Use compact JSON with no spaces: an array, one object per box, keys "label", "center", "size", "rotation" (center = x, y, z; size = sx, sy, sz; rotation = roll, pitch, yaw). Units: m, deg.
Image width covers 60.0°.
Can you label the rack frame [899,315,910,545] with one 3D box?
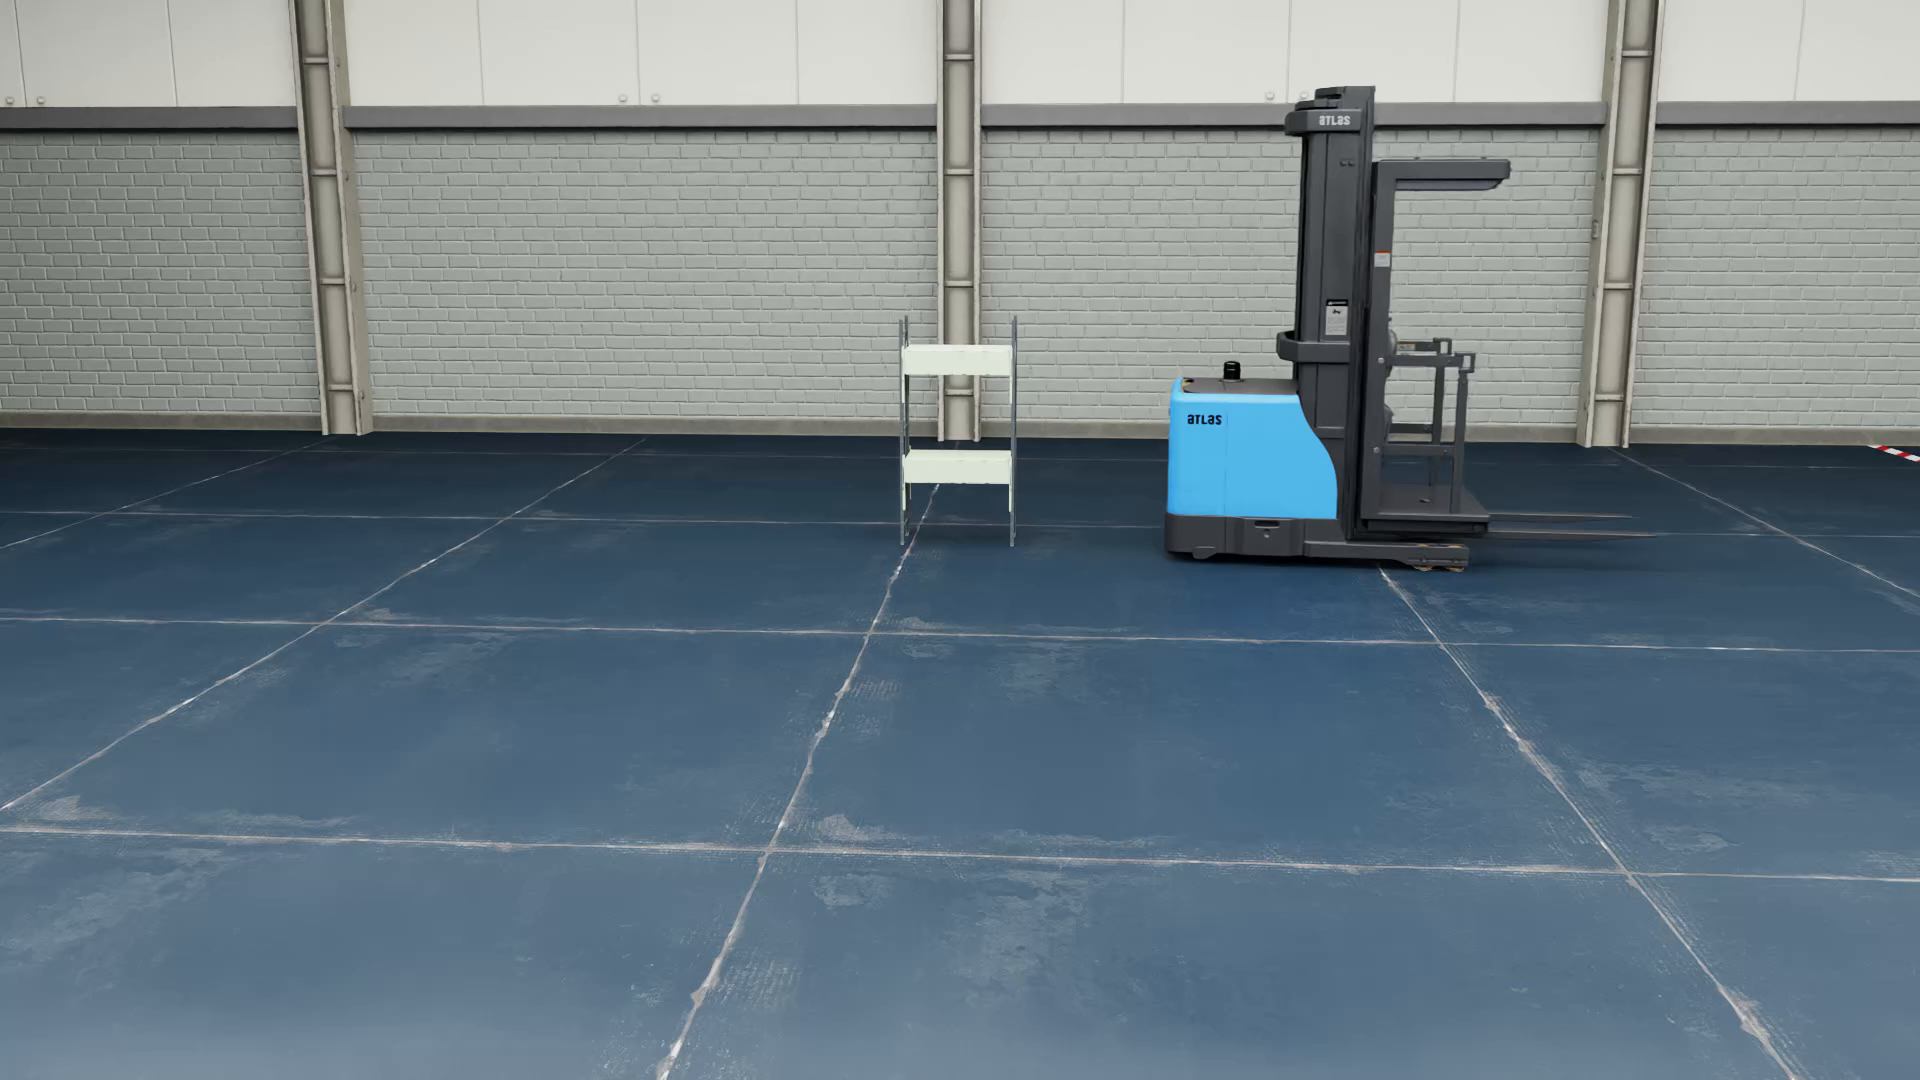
[{"label":"rack frame","center":[-0.372,-0.739,11.139],"size":[0.023,1.500,0.400],"rotation":[1,12,4]}]

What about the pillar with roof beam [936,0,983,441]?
[{"label":"pillar with roof beam","center":[-0.291,-4.494,10.773],"size":[0.400,9.000,9.100],"rotation":[1,12,4]}]

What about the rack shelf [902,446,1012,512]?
[{"label":"rack shelf","center":[-0.007,-0.415,11.182],"size":[0.720,0.370,0.431],"rotation":[1,12,4]}]

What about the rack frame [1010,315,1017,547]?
[{"label":"rack frame","center":[0.359,-0.729,11.091],"size":[0.023,1.500,0.400],"rotation":[1,12,4]}]

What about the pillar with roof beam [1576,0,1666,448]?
[{"label":"pillar with roof beam","center":[5.696,-4.412,10.381],"size":[0.400,9.000,9.100],"rotation":[1,12,4]}]

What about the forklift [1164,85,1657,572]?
[{"label":"forklift","center":[2.869,-1.353,10.576],"size":[3.031,2.935,1.130],"rotation":[2,12,8]}]

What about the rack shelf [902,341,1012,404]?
[{"label":"rack shelf","center":[-0.007,-1.116,11.035],"size":[0.720,0.370,0.431],"rotation":[1,12,4]}]

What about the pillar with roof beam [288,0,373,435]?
[{"label":"pillar with roof beam","center":[-6.277,-4.576,11.166],"size":[0.400,9.000,9.100],"rotation":[1,12,4]}]

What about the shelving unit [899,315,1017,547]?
[{"label":"shelving unit","center":[-0.007,-0.734,11.115],"size":[0.755,1.500,0.431],"rotation":[1,12,4]}]
